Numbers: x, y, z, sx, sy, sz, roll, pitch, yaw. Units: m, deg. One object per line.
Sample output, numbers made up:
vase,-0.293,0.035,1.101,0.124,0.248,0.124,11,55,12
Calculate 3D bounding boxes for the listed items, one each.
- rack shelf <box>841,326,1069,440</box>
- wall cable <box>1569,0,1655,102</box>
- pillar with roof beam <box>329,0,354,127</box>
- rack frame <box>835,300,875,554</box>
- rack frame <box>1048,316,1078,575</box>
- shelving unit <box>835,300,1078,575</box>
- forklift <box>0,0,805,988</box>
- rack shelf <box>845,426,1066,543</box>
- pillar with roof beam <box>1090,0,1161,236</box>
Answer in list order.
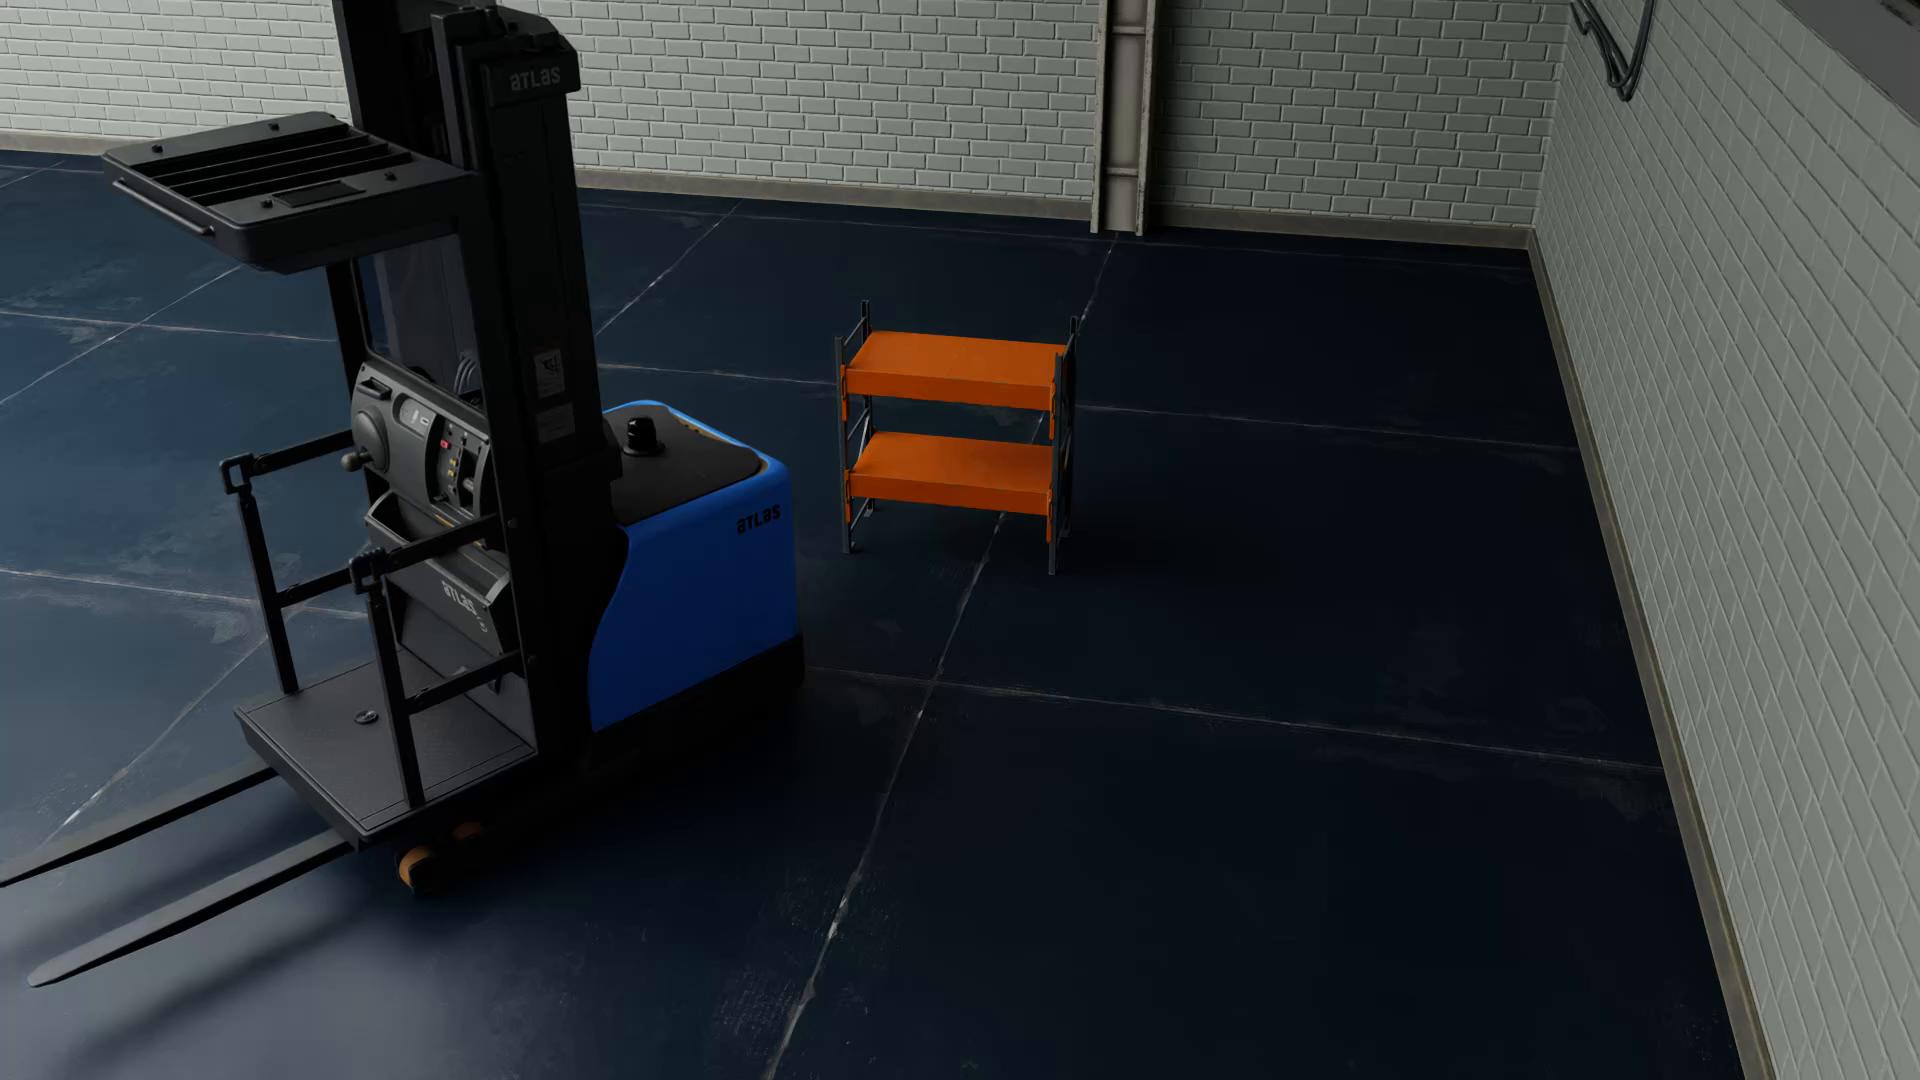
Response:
rack shelf,-0.007,-0.751,7.841,1.000,0.278,0.538,6,29,11
wall cable,3.809,-4.027,9.468,0.112,2.526,3.097,6,29,11
pillar with roof beam,-5.563,-4.885,7.802,0.400,9.000,9.100,6,29,11
rack frame,-0.504,-0.545,8.074,0.032,1.125,0.500,6,29,11
rack frame,0.491,-0.443,7.888,0.032,1.125,0.500,6,29,11
shelving unit,-0.007,-0.494,7.981,1.048,1.125,0.538,6,29,11
forklift,-2.061,-0.308,5.760,3.031,2.935,1.130,-25,37,-38
rack shelf,-0.007,-0.280,8.099,1.000,0.278,0.538,6,29,11
pillar with roof beam,0.305,-4.283,6.703,0.400,9.000,9.100,6,29,11
